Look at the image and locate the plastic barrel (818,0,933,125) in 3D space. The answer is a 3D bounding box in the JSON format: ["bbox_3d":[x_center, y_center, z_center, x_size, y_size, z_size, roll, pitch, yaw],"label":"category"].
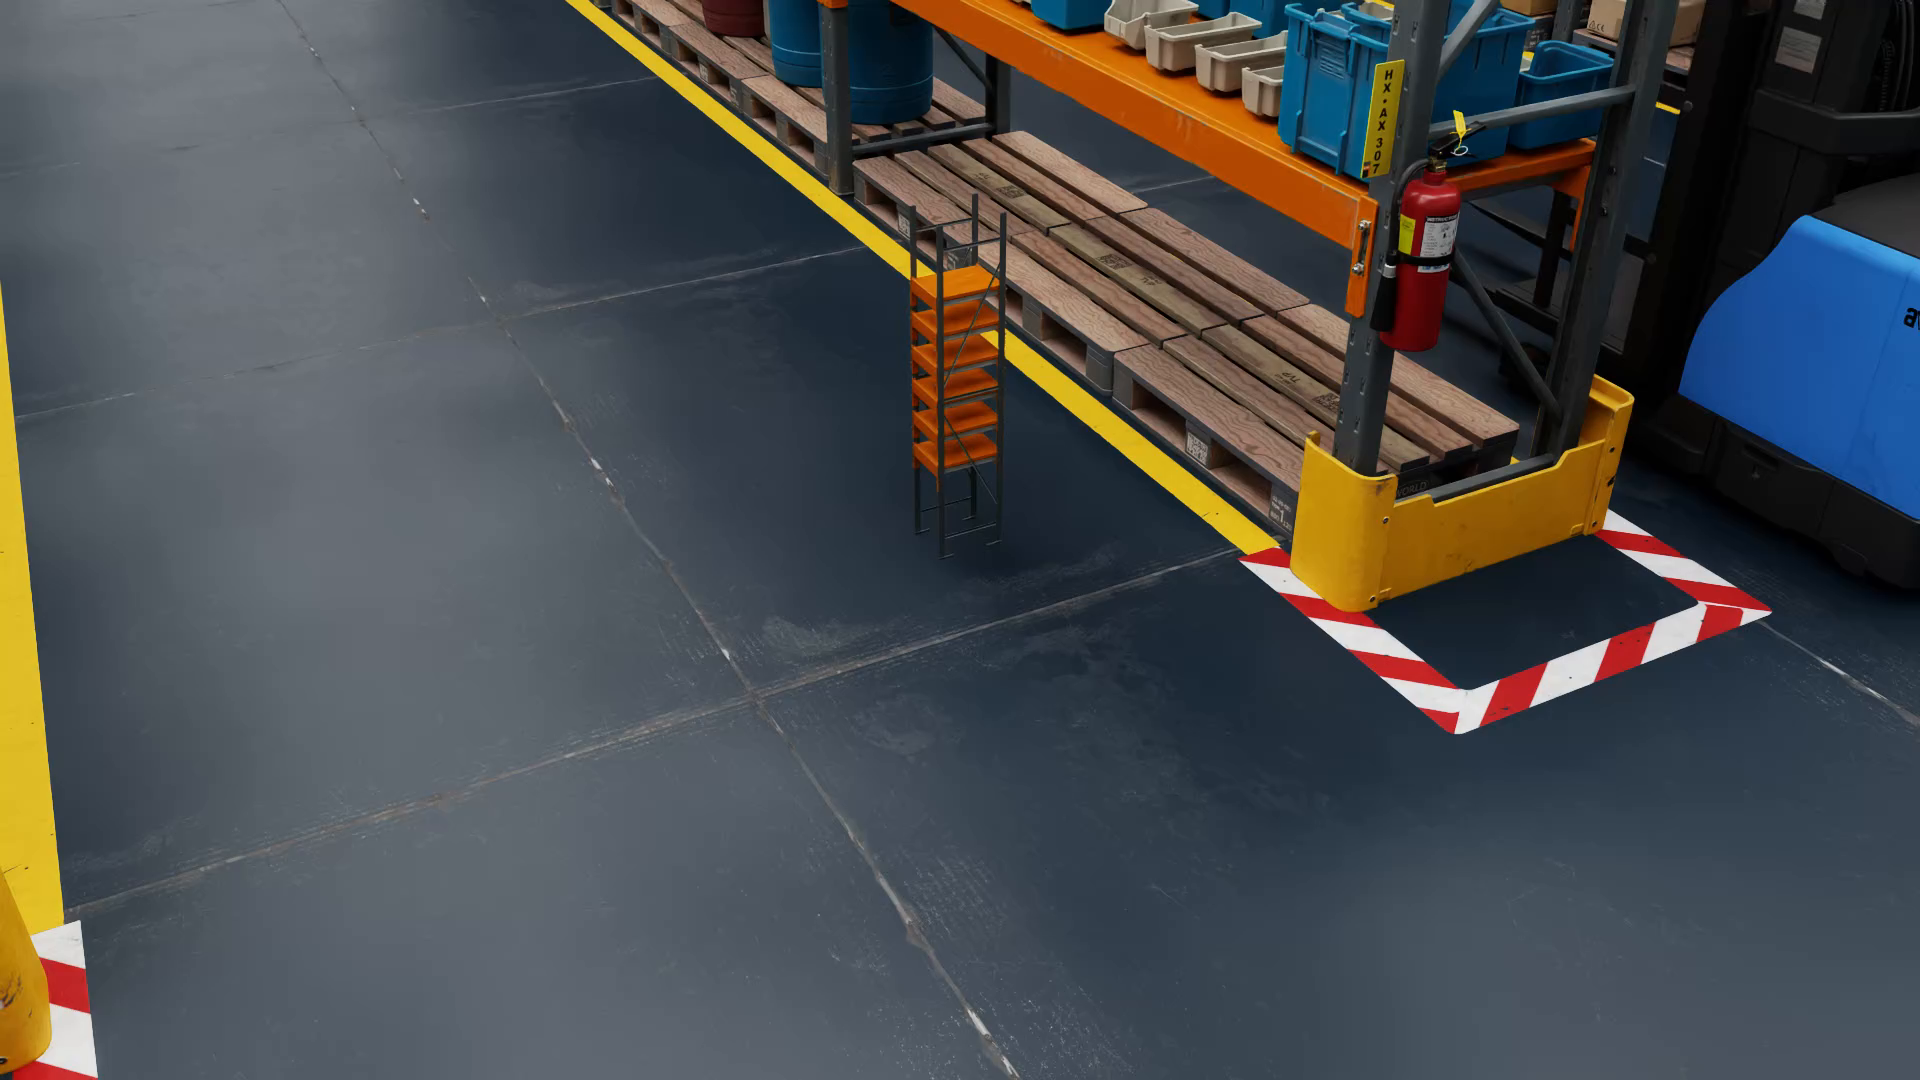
[{"bbox_3d":[-0.442,-2.718,8.768,0.600,0.901,0.708,-16,36,-23],"label":"plastic barrel"}]

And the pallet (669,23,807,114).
[{"bbox_3d":[-1.100,-2.948,10.156,1.003,0.211,1.213,-16,36,-23],"label":"pallet"}]

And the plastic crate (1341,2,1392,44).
[{"bbox_3d":[1.530,-1.721,5.756,0.416,0.233,0.300,-16,36,-23],"label":"plastic crate"}]

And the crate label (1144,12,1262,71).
[{"bbox_3d":[0.847,-1.778,5.934,0.396,0.136,0.243,-16,36,-23],"label":"crate label"}]

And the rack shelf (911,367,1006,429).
[{"bbox_3d":[-0.007,-0.475,5.461,0.258,0.103,0.180,-16,36,-23],"label":"rack shelf"}]

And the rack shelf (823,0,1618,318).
[{"bbox_3d":[0.729,-1.903,6.607,1.077,0.370,4.000,-16,36,-23],"label":"rack shelf"}]

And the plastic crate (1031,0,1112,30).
[{"bbox_3d":[0.477,-2.122,6.381,0.416,0.233,0.300,-16,36,-23],"label":"plastic crate"}]

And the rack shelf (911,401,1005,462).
[{"bbox_3d":[-0.007,-0.374,5.526,0.258,0.103,0.180,-16,36,-23],"label":"rack shelf"}]

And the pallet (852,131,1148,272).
[{"bbox_3d":[0.173,-1.645,8.123,1.003,0.211,1.213,-16,36,-23],"label":"pallet"}]

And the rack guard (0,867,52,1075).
[{"bbox_3d":[-2.709,1.058,3.635,1.175,0.500,0.348,-16,36,-23],"label":"rack guard"}]

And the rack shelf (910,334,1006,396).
[{"bbox_3d":[-0.007,-0.576,5.396,0.258,0.103,0.180,-16,36,-23],"label":"rack shelf"}]

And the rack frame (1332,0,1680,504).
[{"bbox_3d":[1.661,-1.252,4.923,1.000,3.000,0.127,-16,36,-23],"label":"rack frame"}]

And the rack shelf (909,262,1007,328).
[{"bbox_3d":[-0.007,-0.778,5.267,0.258,0.103,0.180,-16,36,-23],"label":"rack shelf"}]

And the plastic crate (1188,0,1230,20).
[{"bbox_3d":[1.083,-2.179,6.470,0.416,0.233,0.300,-16,36,-23],"label":"plastic crate"}]

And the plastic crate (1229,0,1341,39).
[{"bbox_3d":[1.223,-2.036,6.246,0.416,0.233,0.300,-16,36,-23],"label":"plastic crate"}]

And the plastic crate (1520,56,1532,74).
[{"bbox_3d":[1.761,-1.541,5.563,0.250,0.136,0.298,-16,36,-23],"label":"plastic crate"}]

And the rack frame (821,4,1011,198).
[{"bbox_3d":[-0.204,-3.161,7.903,1.000,3.000,0.127,-16,36,-23],"label":"rack frame"}]

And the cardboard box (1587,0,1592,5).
[{"bbox_3d":[4.170,-3.830,10.856,0.500,0.500,0.500,-18,37,-25],"label":"cardboard box"}]

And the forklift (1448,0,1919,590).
[{"bbox_3d":[2.838,-1.846,5.914,1.130,2.935,3.031,-15,36,-22],"label":"forklift"}]

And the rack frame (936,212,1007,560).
[{"bbox_3d":[0.036,-0.468,5.369,0.240,1.200,0.006,-16,36,-23],"label":"rack frame"}]

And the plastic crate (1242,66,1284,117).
[{"bbox_3d":[1.121,-1.510,5.515,0.396,0.136,0.243,-16,36,-23],"label":"plastic crate"}]

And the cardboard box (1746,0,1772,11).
[{"bbox_3d":[4.696,-3.337,10.087,0.500,0.500,0.500,-16,36,-23],"label":"cardboard box"}]

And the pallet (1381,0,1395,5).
[{"bbox_3d":[3.194,-4.192,12.098,1.003,0.211,1.213,-16,36,-23],"label":"pallet"}]

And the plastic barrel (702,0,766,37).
[{"bbox_3d":[-1.299,-3.463,10.221,0.600,0.588,0.708,-16,36,-23],"label":"plastic barrel"}]

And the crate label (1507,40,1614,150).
[{"bbox_3d":[1.837,-1.407,5.265,0.416,0.233,0.303,-16,36,-23],"label":"crate label"}]

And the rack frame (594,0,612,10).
[{"bbox_3d":[-2.069,-5.070,10.882,1.000,3.000,0.127,-16,36,-23],"label":"rack frame"}]

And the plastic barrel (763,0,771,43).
[{"bbox_3d":[-0.957,-3.184,9.856,0.421,0.512,0.421,0,33,0],"label":"plastic barrel"}]

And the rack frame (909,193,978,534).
[{"bbox_3d":[-0.049,-0.556,5.505,0.240,1.200,0.006,-16,36,-23],"label":"rack frame"}]

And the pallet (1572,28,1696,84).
[{"bbox_3d":[4.499,-2.903,10.085,1.003,0.211,1.213,-16,36,-23],"label":"pallet"}]

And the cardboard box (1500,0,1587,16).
[{"bbox_3d":[3.696,-3.701,10.655,0.500,0.500,0.500,-16,36,-23],"label":"cardboard box"}]

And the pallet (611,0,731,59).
[{"bbox_3d":[-1.664,-3.530,11.064,1.003,0.211,1.213,-16,36,-23],"label":"pallet"}]

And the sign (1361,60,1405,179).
[{"bbox_3d":[1.182,-1.174,4.651,0.100,0.325,0.005,-16,36,-23],"label":"sign"}]

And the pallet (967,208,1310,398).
[{"bbox_3d":[0.746,-1.062,7.213,1.003,0.211,1.213,-16,36,-23],"label":"pallet"}]

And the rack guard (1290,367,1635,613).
[{"bbox_3d":[1.684,-0.191,5.585,1.175,0.500,0.348,-16,36,-23],"label":"rack guard"}]

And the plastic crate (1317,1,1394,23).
[{"bbox_3d":[1.445,-1.864,6.068,0.250,0.136,0.298,-16,36,-23],"label":"plastic crate"}]

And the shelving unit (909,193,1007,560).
[{"bbox_3d":[-0.007,-0.512,5.437,0.258,1.200,0.189,-16,36,-23],"label":"shelving unit"}]

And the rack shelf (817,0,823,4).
[{"bbox_3d":[-1.136,-3.812,9.587,1.077,0.370,4.000,-16,36,-23],"label":"rack shelf"}]

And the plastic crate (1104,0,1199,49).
[{"bbox_3d":[0.692,-1.915,6.147,0.298,0.136,0.250,-16,36,-23],"label":"plastic crate"}]

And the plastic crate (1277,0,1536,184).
[{"bbox_3d":[1.340,-1.405,5.074,0.616,0.435,0.499,-16,36,-23],"label":"plastic crate"}]

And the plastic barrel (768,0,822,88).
[{"bbox_3d":[-0.773,-3.056,9.295,0.600,0.901,0.708,-16,36,-23],"label":"plastic barrel"}]

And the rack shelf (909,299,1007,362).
[{"bbox_3d":[-0.007,-0.677,5.332,0.258,0.103,0.180,-16,36,-23],"label":"rack shelf"}]

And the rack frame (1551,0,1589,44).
[{"bbox_3d":[4.180,-4.405,9.845,1.000,3.000,0.127,-16,36,-23],"label":"rack frame"}]

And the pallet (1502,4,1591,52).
[{"bbox_3d":[3.767,-3.609,11.188,1.003,0.211,1.213,-16,36,-23],"label":"pallet"}]

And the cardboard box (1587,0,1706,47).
[{"bbox_3d":[4.184,-3.203,10.054,0.500,0.311,0.500,-16,36,-23],"label":"cardboard box"}]

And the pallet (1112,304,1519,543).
[{"bbox_3d":[1.311,-0.481,6.305,1.003,0.211,1.213,-16,36,-23],"label":"pallet"}]

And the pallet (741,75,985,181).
[{"bbox_3d":[-0.527,-2.365,9.246,1.003,0.211,1.213,-16,36,-23],"label":"pallet"}]

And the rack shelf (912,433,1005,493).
[{"bbox_3d":[-0.007,-0.273,5.591,0.258,0.103,0.180,-16,36,-23],"label":"rack shelf"}]

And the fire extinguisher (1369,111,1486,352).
[{"bbox_3d":[1.329,-0.876,4.754,0.296,0.674,0.183,-16,36,-23],"label":"fire extinguisher"}]

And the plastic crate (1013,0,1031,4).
[{"bbox_3d":[0.345,-2.361,6.709,0.437,0.282,0.530,-16,36,-23],"label":"plastic crate"}]

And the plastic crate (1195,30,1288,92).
[{"bbox_3d":[0.998,-1.652,5.736,0.396,0.136,0.243,-16,36,-23],"label":"plastic crate"}]
